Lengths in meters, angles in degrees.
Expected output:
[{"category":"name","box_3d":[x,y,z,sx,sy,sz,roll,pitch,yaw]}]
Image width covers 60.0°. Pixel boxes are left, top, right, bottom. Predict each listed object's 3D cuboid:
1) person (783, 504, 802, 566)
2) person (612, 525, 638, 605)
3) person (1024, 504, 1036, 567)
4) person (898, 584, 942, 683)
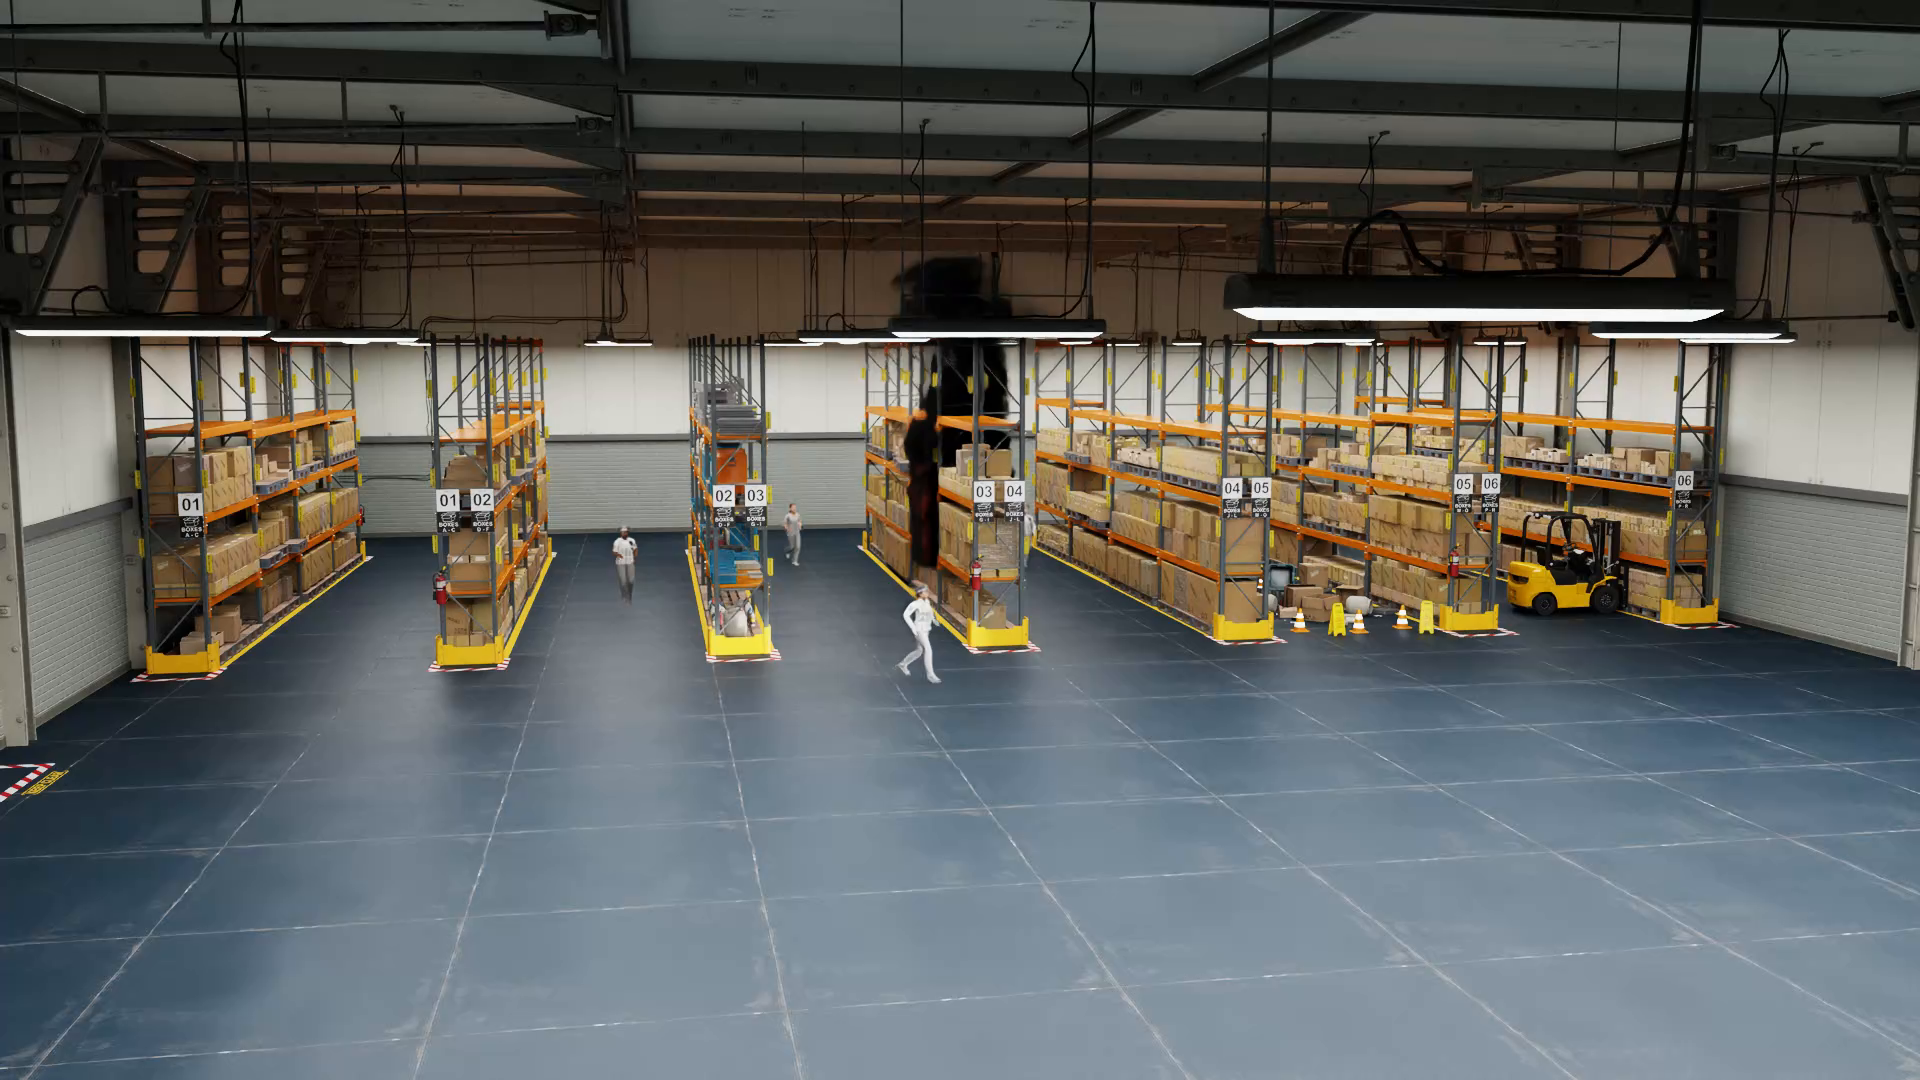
[{"category":"person","box_3d":[-4.446,-0.145,44.349,0.565,1.610,0.731,-3,7,-26]},{"category":"person","box_3d":[-7.132,0.549,35.561,0.563,1.718,0.572,-2,7,-18]},{"category":"person","box_3d":[1.718,-0.123,44.005,0.616,1.655,0.555,-1,7,-6]},{"category":"person","box_3d":[-0.695,1.595,28.785,0.875,1.709,0.621,3,7,24]}]
